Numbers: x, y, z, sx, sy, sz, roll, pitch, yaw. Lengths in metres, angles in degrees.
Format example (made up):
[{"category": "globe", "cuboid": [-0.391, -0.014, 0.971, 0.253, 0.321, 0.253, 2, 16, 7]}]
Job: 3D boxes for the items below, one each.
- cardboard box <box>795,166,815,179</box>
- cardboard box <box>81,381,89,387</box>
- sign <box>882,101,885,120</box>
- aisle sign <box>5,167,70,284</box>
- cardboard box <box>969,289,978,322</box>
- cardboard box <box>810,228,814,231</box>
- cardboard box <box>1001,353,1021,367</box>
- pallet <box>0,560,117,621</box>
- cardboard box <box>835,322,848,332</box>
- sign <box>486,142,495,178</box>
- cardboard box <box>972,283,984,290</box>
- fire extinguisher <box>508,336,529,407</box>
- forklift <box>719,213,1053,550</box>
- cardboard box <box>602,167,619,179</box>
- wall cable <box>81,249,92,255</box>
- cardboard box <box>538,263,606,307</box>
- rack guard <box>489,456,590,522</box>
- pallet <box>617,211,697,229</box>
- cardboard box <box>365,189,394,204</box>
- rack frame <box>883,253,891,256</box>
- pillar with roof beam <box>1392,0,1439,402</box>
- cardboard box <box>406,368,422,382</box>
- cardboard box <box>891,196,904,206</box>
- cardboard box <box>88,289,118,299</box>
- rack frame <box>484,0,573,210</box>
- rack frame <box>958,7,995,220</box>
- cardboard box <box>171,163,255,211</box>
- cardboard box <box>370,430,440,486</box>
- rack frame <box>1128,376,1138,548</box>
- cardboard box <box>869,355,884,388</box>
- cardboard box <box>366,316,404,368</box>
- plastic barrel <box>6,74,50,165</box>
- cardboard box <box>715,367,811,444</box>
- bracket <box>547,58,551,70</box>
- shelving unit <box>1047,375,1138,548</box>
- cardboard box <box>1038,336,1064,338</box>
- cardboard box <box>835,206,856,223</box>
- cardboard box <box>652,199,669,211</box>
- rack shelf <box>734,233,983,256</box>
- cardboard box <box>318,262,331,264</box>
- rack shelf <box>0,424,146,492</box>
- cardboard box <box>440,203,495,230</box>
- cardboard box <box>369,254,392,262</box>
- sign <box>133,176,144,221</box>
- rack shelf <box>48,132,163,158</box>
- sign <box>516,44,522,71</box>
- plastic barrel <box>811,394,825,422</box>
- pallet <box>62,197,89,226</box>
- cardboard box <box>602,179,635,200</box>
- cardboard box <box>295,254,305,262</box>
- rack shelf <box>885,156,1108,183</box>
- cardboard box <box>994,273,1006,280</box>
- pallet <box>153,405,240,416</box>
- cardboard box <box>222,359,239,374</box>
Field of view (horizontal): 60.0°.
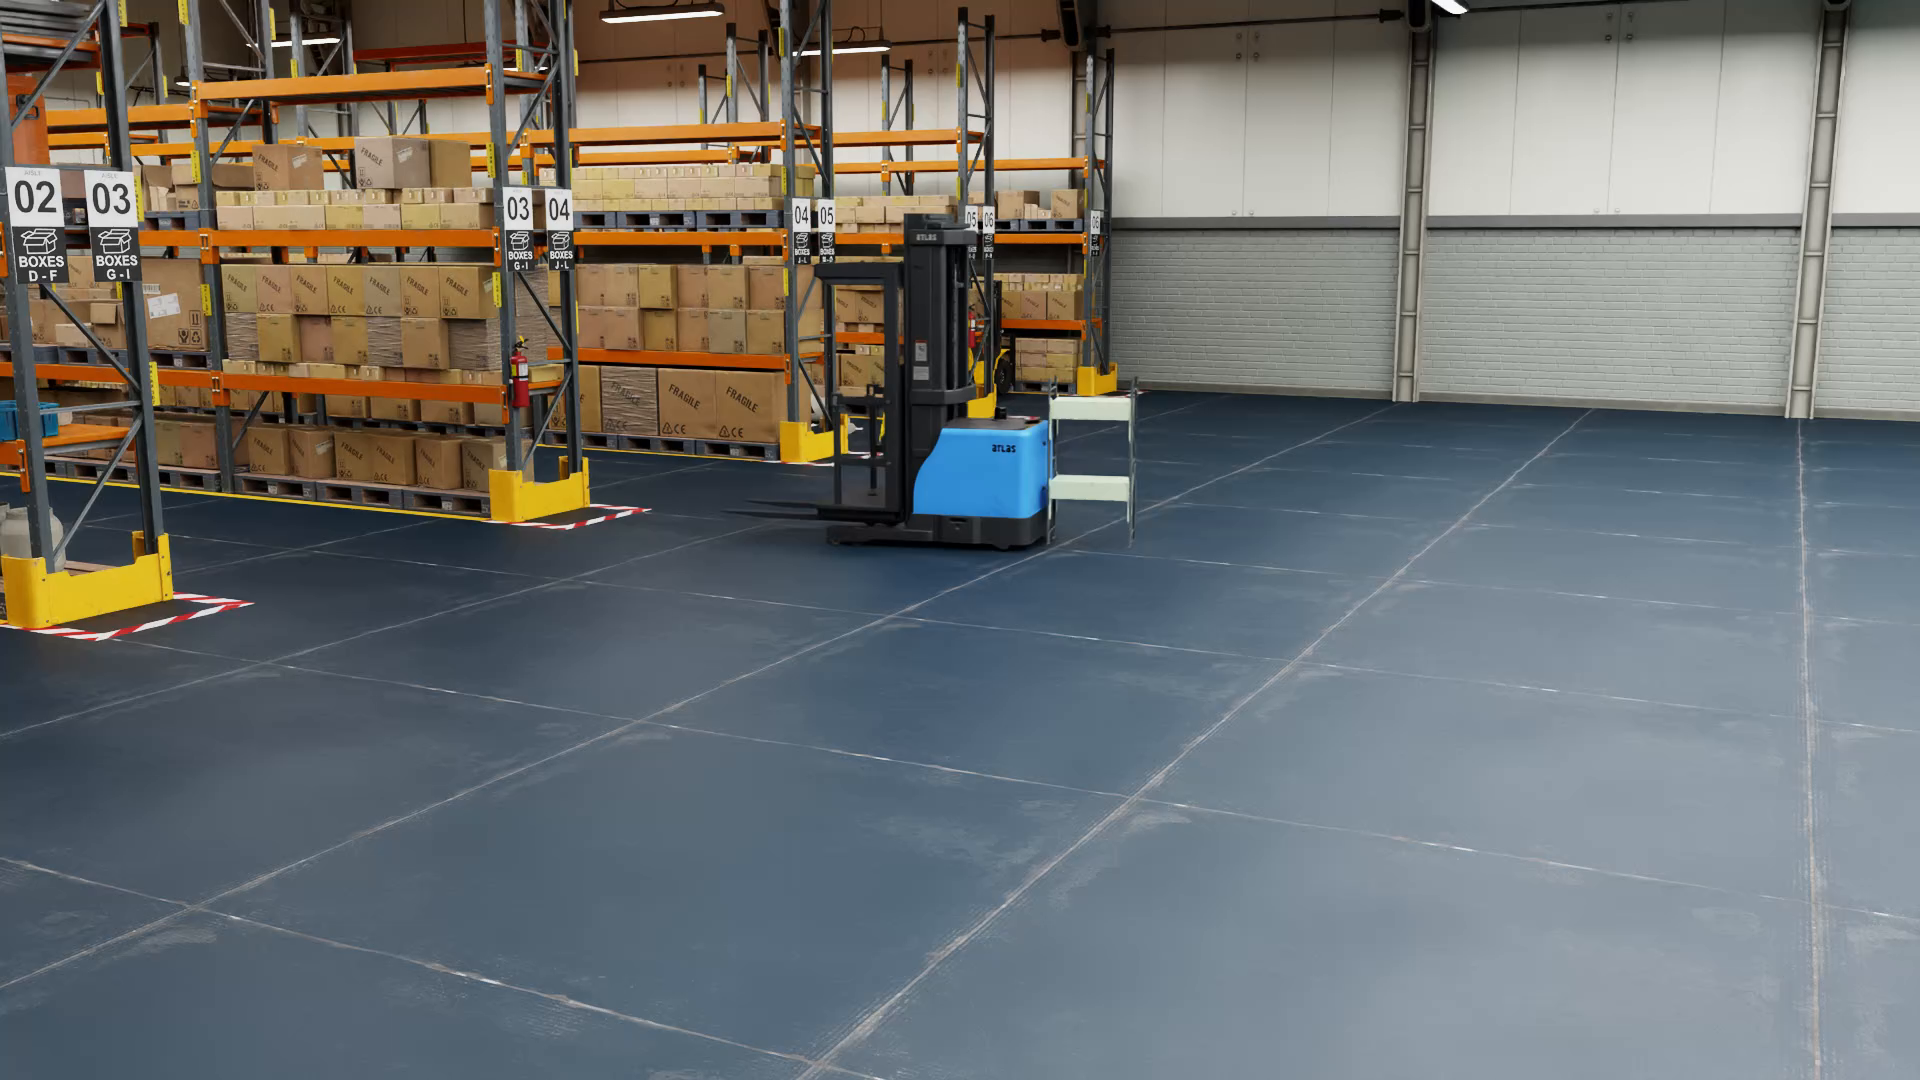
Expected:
[{"category": "cardboard box", "cuboid": [-2.016, -4.605, 20.837, 0.250, 0.149, 0.380, 5, 11, 26]}, {"category": "cardboard box", "cuboid": [-13.719, -2.470, 26.448, 0.250, 0.149, 0.380, 5, 11, 26]}, {"category": "sign", "cuboid": [-1.381, -7.797, 30.200, 0.005, 0.325, 0.100, 5, 11, 26]}, {"category": "aisle sign", "cuboid": [-6.401, -2.178, 11.544, 0.004, 0.787, 0.394, 5, 11, 26]}, {"category": "cardboard box", "cuboid": [-0.060, -3.603, 25.601, 0.500, 0.500, 0.500, 5, 11, 25]}, {"category": "cardboard box", "cuboid": [-2.251, -4.850, 25.886, 0.250, 0.149, 0.380, 5, 11, 24]}, {"category": "cardboard box", "cuboid": [0.943, -3.286, 30.100, 0.500, 0.250, 0.500, 5, 11, 25]}, {"category": "pallet", "cuboid": [-7.149, 0.356, 12.668, 1.213, 0.211, 1.003, 5, 11, 26]}, {"category": "cardboard box", "cuboid": [-1.823, -3.324, 25.879, 0.250, 0.149, 0.380, 5, 11, 26]}, {"category": "sign", "cuboid": [-4.406, -3.568, 15.613, 0.005, 0.325, 0.100, 5, 11, 26]}, {"category": "cardboard box", "cuboid": [0.396, -4.611, 30.180, 0.250, 0.149, 0.380, 5, 11, 25]}, {"category": "fire extinguisher", "cuboid": [-4.244, -1.623, 15.991, 0.183, 0.674, 0.296, 5, 11, 26]}, {"category": "forklift", "cuboid": [-0.709, -1.483, 15.195, 3.031, 2.935, 1.130, 3, 11, 16]}, {"category": "cardboard box", "cuboid": [-4.353, -4.680, 21.252, 0.250, 0.149, 0.380, 5, 11, 26]}, {"category": "wall cable", "cuboid": [-18.556, -5.755, 35.752, 0.122, 1.984, 0.588, 5, 11, 26]}, {"category": "cardboard box", "cuboid": [-5.129, -3.413, 22.214, 0.550, 0.550, 0.875, 5, 11, 26]}, {"category": "rack guard", "cuboid": [-4.211, -0.519, 16.696, 0.348, 0.500, 1.175, 5, 11, 26]}, {"category": "pallet", "cuboid": [-3.625, -4.113, 21.358, 1.213, 0.211, 1.003, 5, 11, 26]}, {"category": "cardboard box", "cuboid": [-5.693, -3.417, 16.569, 0.250, 0.149, 0.380, 4, 11, 23]}, {"category": "rack frame", "cuboid": [-1.152, -4.434, 31.309, 0.127, 3.000, 1.000, 5, 11, 26]}, {"category": "pillar with roof beam", "cuboid": [5.686, -6.110, 23.720, 0.548, 9.000, 9.100, 5, 11, 26]}, {"category": "cardboard box", "cuboid": [-5.384, -1.689, 16.845, 0.250, 0.149, 0.380, 5, 11, 26]}, {"category": "cardboard box", "cuboid": [-0.847, -5.122, 25.153, 0.250, 0.149, 0.380, 5, 11, 26]}, {"category": "cardboard box", "cuboid": [-13.177, -3.662, 25.924, 0.500, 0.500, 0.500, 5, 11, 26]}, {"category": "rack frame", "cuboid": [-4.142, -4.695, 15.906, 0.127, 3.000, 1.000, 5, 11, 26]}, {"category": "rack frame", "cuboid": [0.242, -6.278, 24.651, 0.127, 3.000, 1.000, 5, 11, 26]}, {"category": "cardboard box", "cuboid": [-8.107, -3.845, 18.160, 0.637, 0.503, 0.797, 4, 11, 23]}, {"category": "cardboard box", "cuboid": [-5.799, -0.866, 17.431, 0.500, 0.500, 0.500, 6, 12, 31]}, {"category": "rack frame", "cuboid": [1.549, -0.699, 14.882, 0.023, 1.500, 0.400, 2, 10, 12]}, {"category": "cardboard box", "cuboid": [-1.061, -2.611, 25.669, 0.500, 0.500, 0.500, 6, 12, 28]}, {"category": "cardboard box", "cuboid": [-5.554, -2.053, 17.036, 0.500, 0.500, 0.875, 5, 11, 26]}, {"category": "plastic barrel", "cuboid": [-6.826, -2.864, 11.826, 0.708, 0.830, 0.600, 5, 11, 26]}, {"category": "cardboard box", "cuboid": [-2.495, -1.732, 21.162, 0.875, 0.875, 0.875, 5, 11, 26]}, {"category": "bracket", "cuboid": [-8.337, -9.897, 34.542, 0.430, 0.232, 0.235, 5, 11, 26]}, {"category": "shelving unit", "cuboid": [1.190, -0.712, 14.955, 0.755, 1.500, 0.431, 2, 10, 12]}, {"category": "cardboard box", "cuboid": [1.638, -3.572, 30.276, 0.500, 0.250, 0.500, 5, 11, 26]}, {"category": "cardboard box", "cuboid": [-1.708, -4.991, 25.550, 0.500, 0.250, 0.500, 5, 11, 26]}, {"category": "cardboard box", "cuboid": [-3.673, -4.228, 20.992, 0.250, 0.149, 0.380, 5, 11, 27]}, {"category": "rack shelf", "cuboid": [-1.551, -4.606, 25.853, 4.000, 0.370, 1.077, 5, 11, 26]}, {"category": "cardboard box", "cuboid": [-11.516, -4.847, 30.502, 0.500, 0.500, 0.500, 5, 11, 25]}, {"category": "rack shelf", "cuboid": [-8.128, -0.756, 13.004, 4.000, 0.370, 1.077, 5, 11, 26]}, {"category": "cardboard box", "cuboid": [-4.687, -3.143, 16.172, 0.500, 0.250, 0.500, 5, 12, 27]}, {"category": "cardboard box", "cuboid": [-10.687, -5.198, 30.621, 0.250, 0.149, 0.380, 5, 11, 25]}, {"category": "sign", "cuboid": [-6.087, -2.520, 12.285, 0.005, 0.325, 0.100, 5, 11, 26]}, {"category": "rack shelf", "cuboid": [-14.412, -6.227, 26.399, 4.000, 0.370, 1.077, 5, 11, 26]}, {"category": "sign", "cuboid": [-5.674, -6.206, 21.406, 0.005, 0.325, 0.100, 5, 11, 26]}, {"category": "plastic barrel", "cuboid": [-2.280, -1.979, 24.978, 0.512, 0.421, 0.421, -4, 11, -23]}, {"category": "pallet", "cuboid": [-7.033, -2.416, 12.266, 1.213, 0.211, 1.003, 5, 11, 26]}, {"category": "cardboard box", "cuboid": [-4.224, -4.485, 21.291, 0.500, 0.250, 0.500, 5, 11, 25]}, {"category": "cardboard box", "cuboid": [-12.054, -5.216, 30.720, 0.250, 0.149, 0.380, 5, 11, 25]}, {"category": "rack shelf", "cuboid": [0.642, -6.678, 30.003, 4.000, 0.370, 1.077, 5, 11, 26]}, {"category": "cardboard box", "cuboid": [0.643, -4.748, 30.107, 0.250, 0.149, 0.380, 5, 11, 27]}, {"category": "pallet", "cuboid": [-11.920, -2.040, 25.908, 1.213, 0.211, 1.003, 5, 11, 26]}, {"category": "cardboard box", "cuboid": [-7.670, -1.870, 17.845, 0.250, 0.149, 0.380, 5, 11, 26]}]
